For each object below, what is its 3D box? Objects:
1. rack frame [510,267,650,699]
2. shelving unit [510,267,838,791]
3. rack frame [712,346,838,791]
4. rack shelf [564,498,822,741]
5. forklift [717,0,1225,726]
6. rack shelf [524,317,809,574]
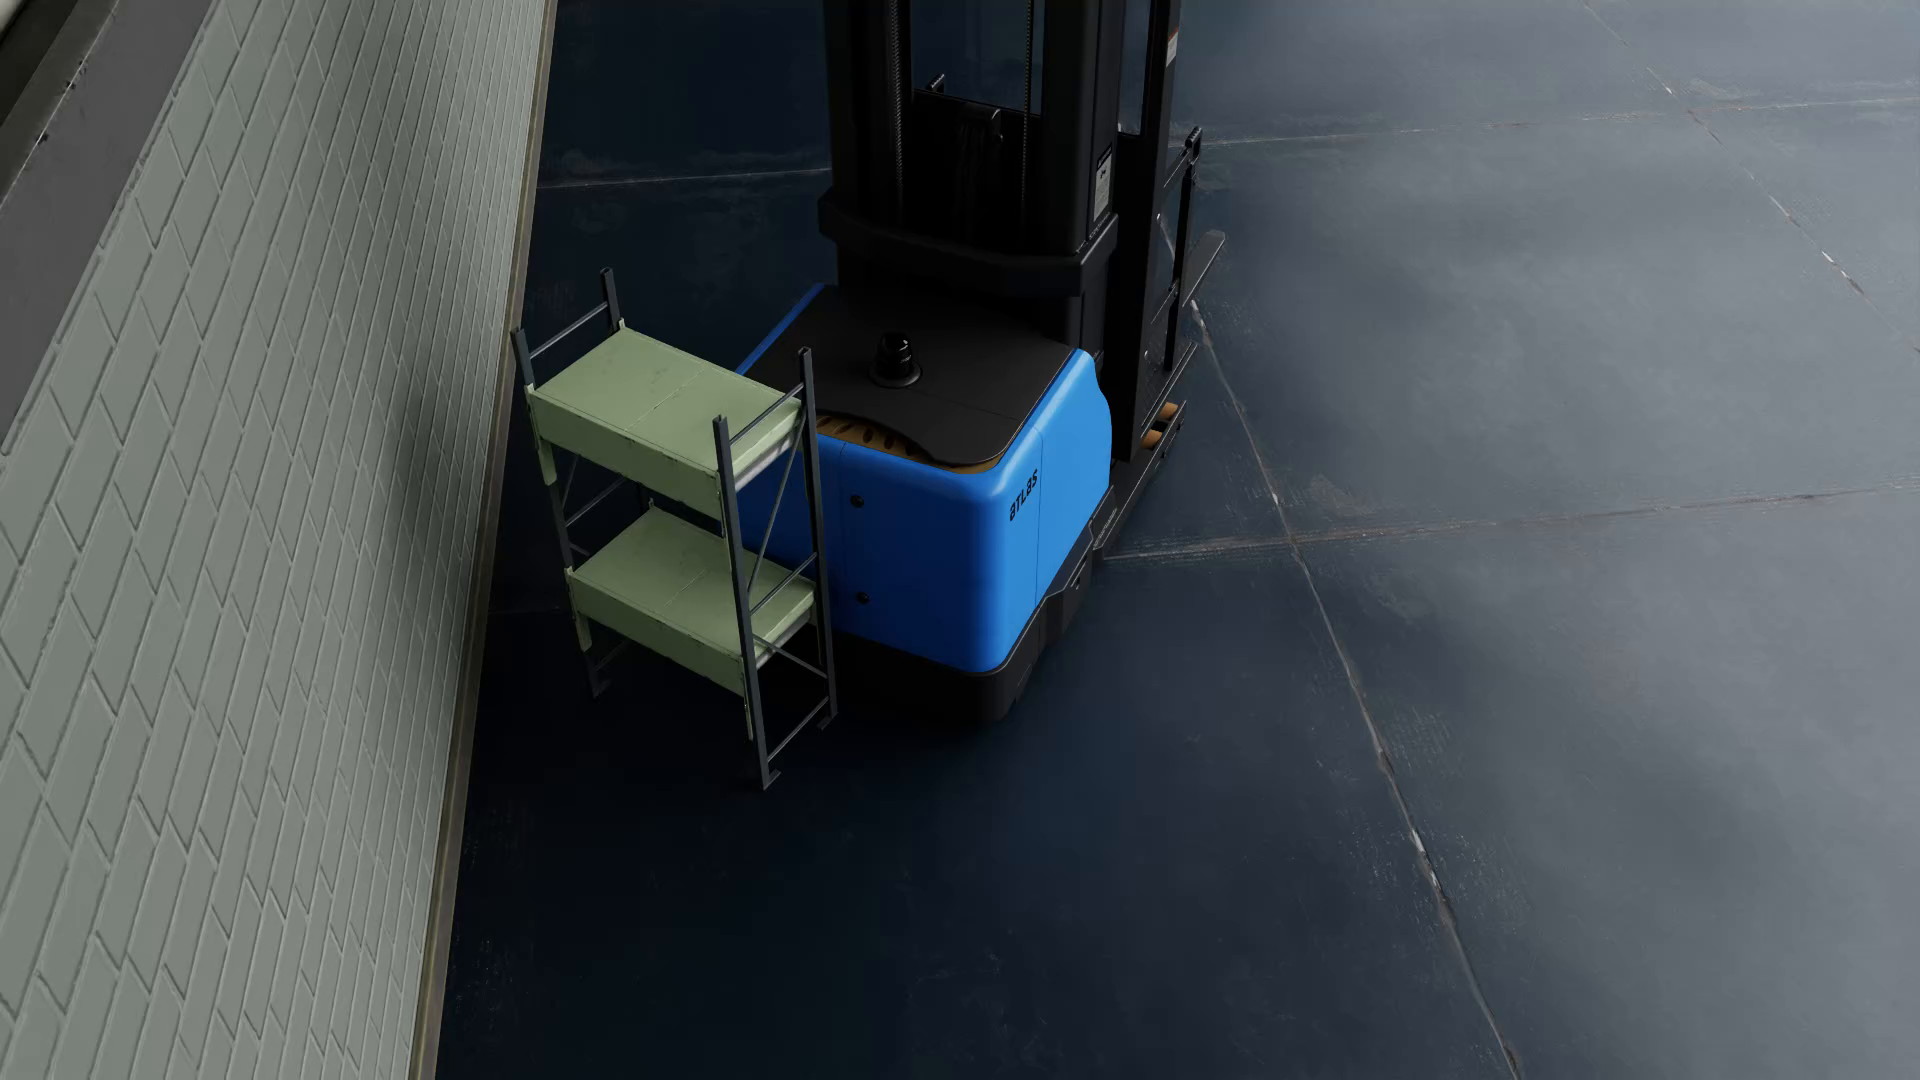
[{"bbox_3d":[-1.143,-0.133,5.278,0.023,1.500,0.400,24,47,24],"label":"rack frame"},{"bbox_3d":[-0.837,0.001,5.129,0.755,1.500,0.431,24,47,24],"label":"shelving unit"},{"bbox_3d":[-0.531,0.136,4.979,0.023,1.500,0.400,24,47,24],"label":"rack frame"},{"bbox_3d":[-0.837,0.244,5.347,0.720,0.370,0.431,24,47,24],"label":"rack shelf"},{"bbox_3d":[0.256,-1.468,5.689,1.130,2.935,3.031,17,45,18],"label":"forklift"},{"bbox_3d":[-0.837,-0.288,4.867,0.720,0.370,0.431,24,47,24],"label":"rack shelf"}]
